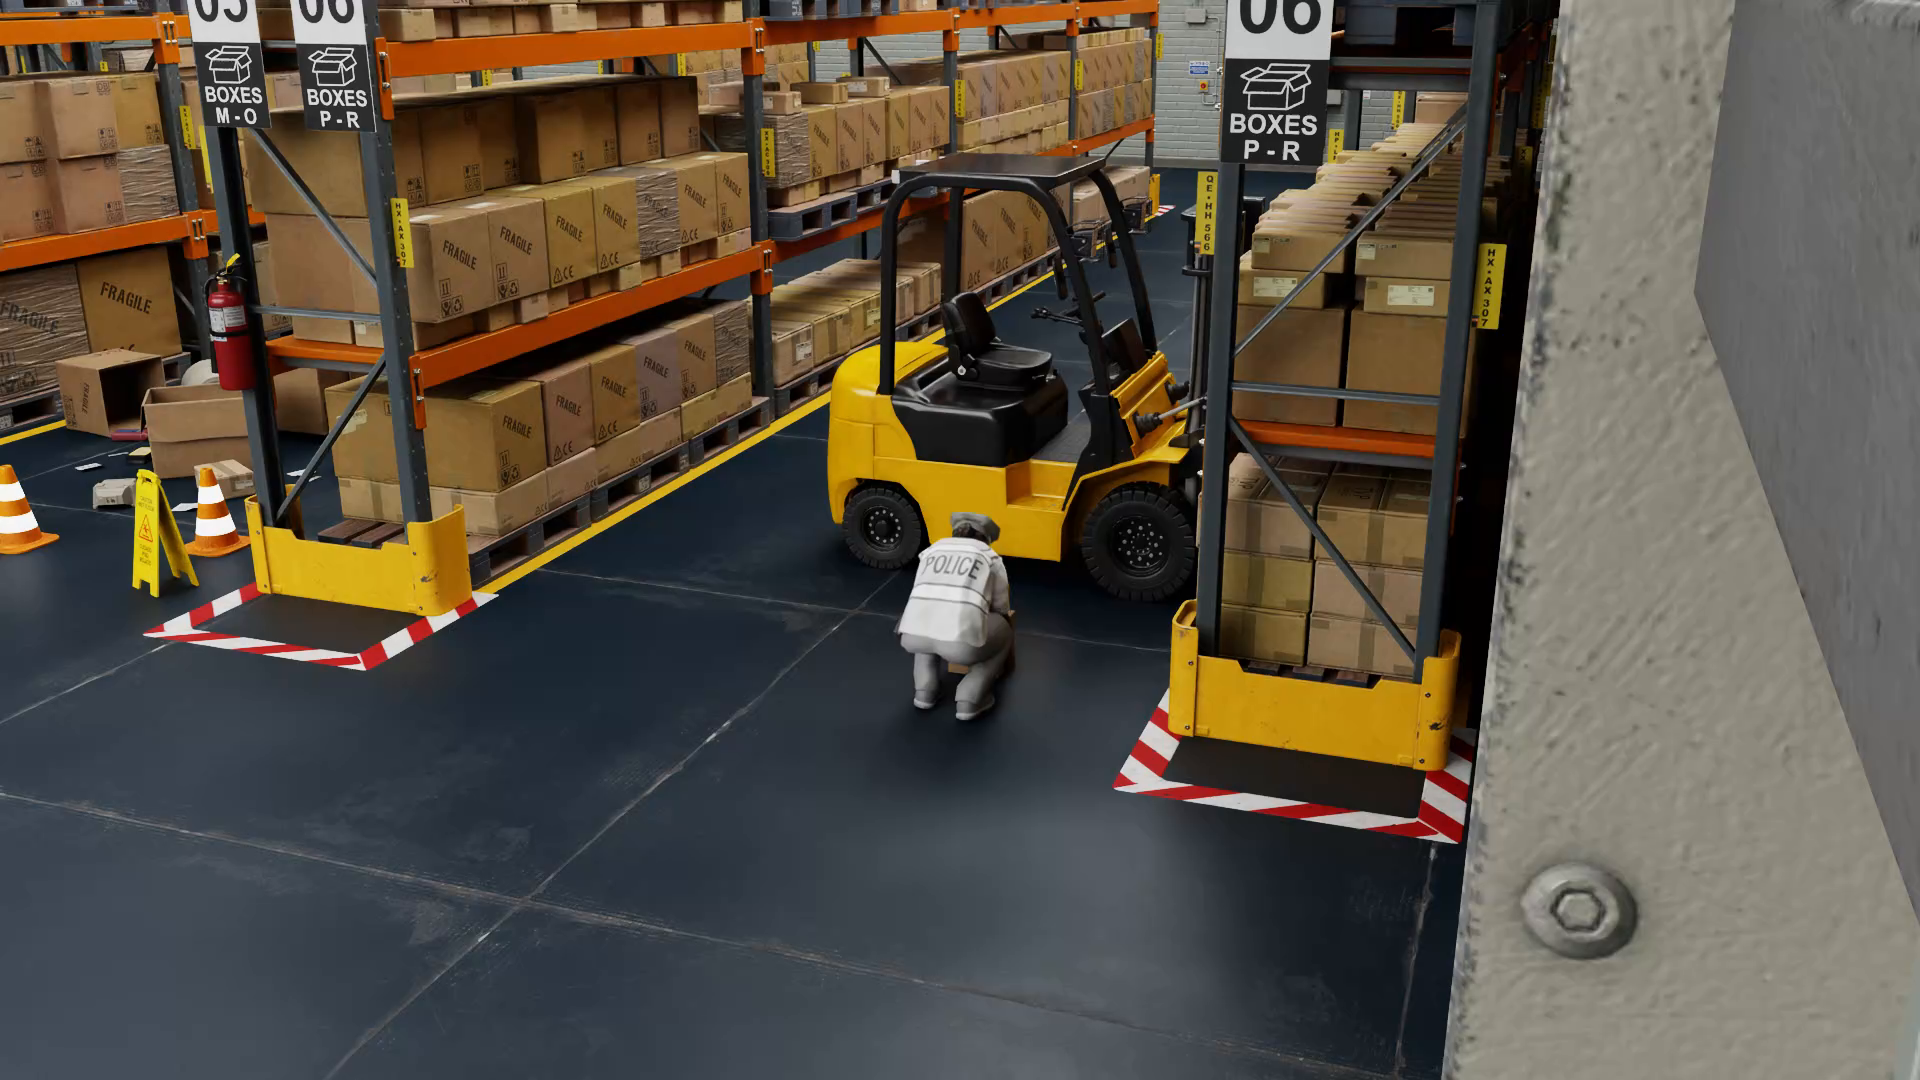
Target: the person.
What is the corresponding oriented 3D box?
[{"bbox_3d":[0.003,0.376,7.494,0.462,0.809,0.898,6,20,17],"label":"person"}]
